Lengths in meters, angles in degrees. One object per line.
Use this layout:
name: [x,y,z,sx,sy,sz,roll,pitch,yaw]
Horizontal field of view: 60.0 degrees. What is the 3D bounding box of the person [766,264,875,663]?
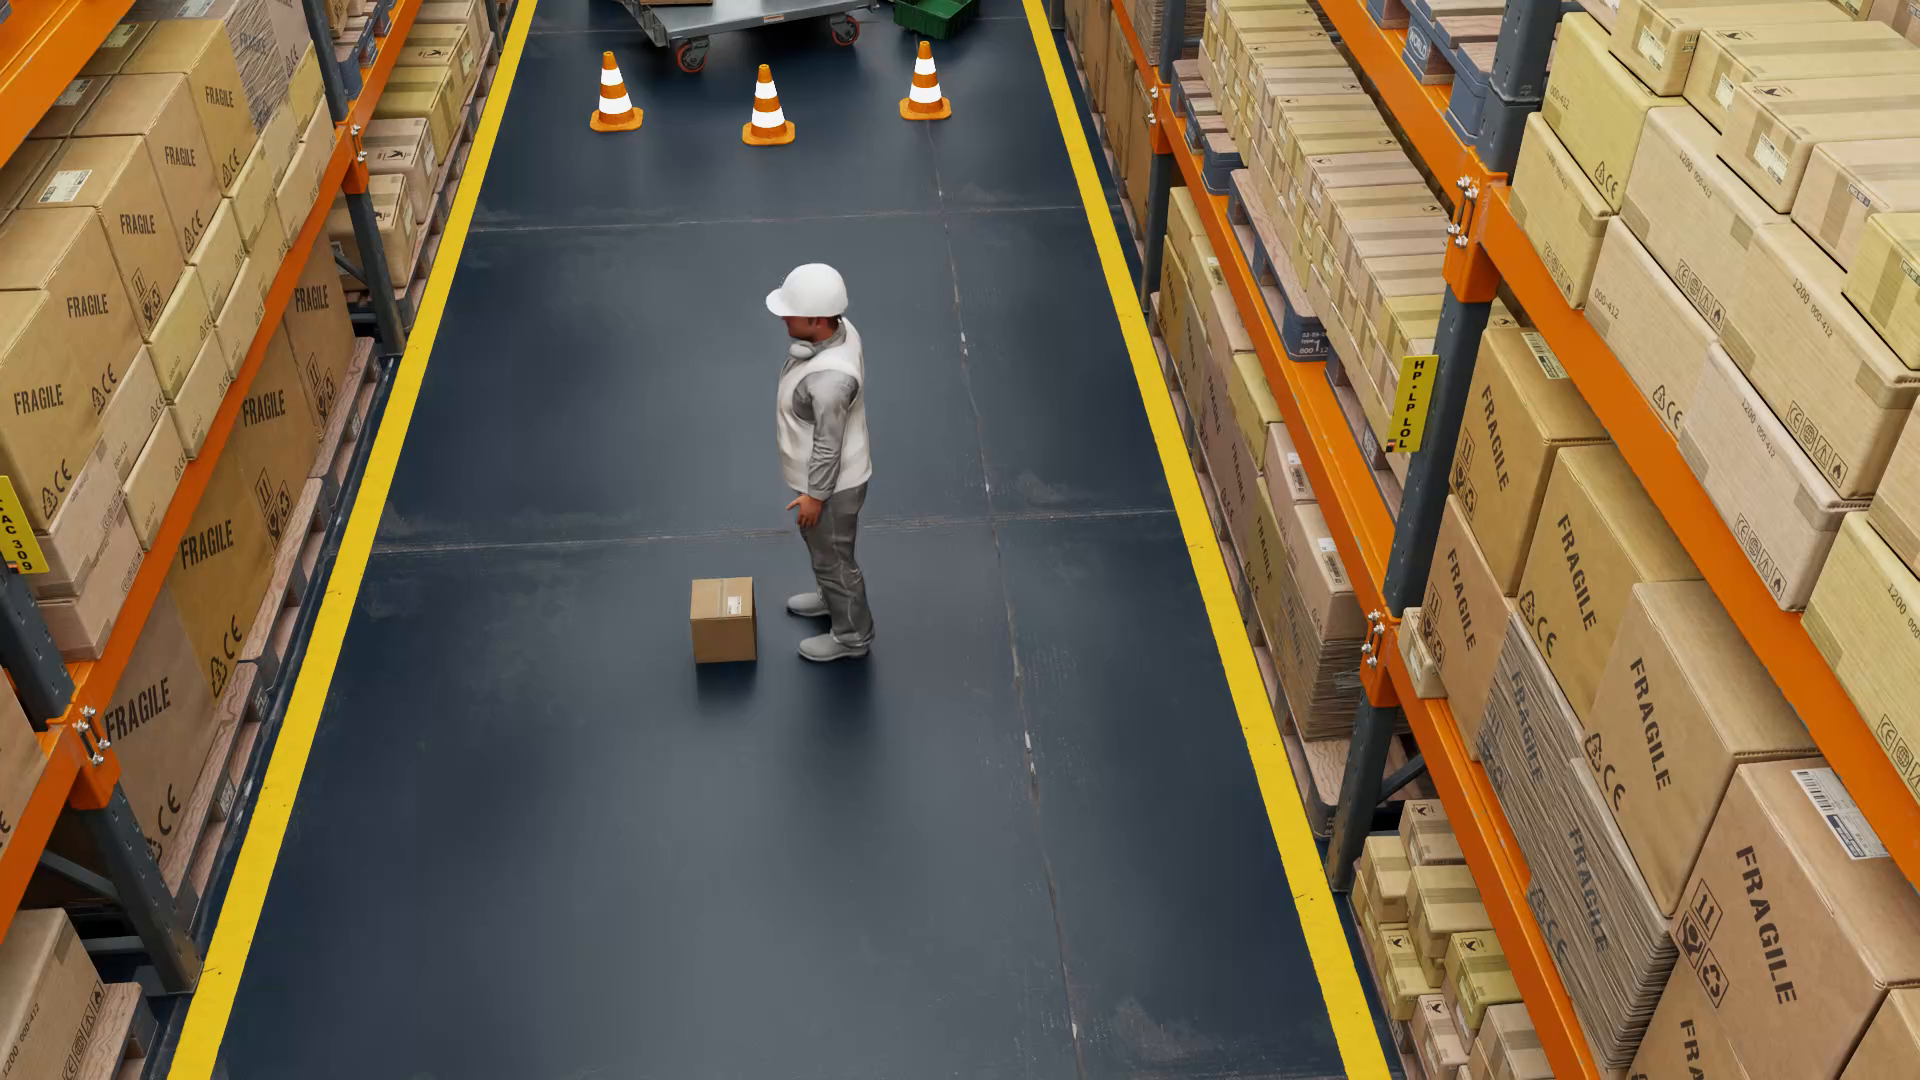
person: [-0.540,-0.284,6.483,0.392,1.778,0.535,-3,39,-3]
